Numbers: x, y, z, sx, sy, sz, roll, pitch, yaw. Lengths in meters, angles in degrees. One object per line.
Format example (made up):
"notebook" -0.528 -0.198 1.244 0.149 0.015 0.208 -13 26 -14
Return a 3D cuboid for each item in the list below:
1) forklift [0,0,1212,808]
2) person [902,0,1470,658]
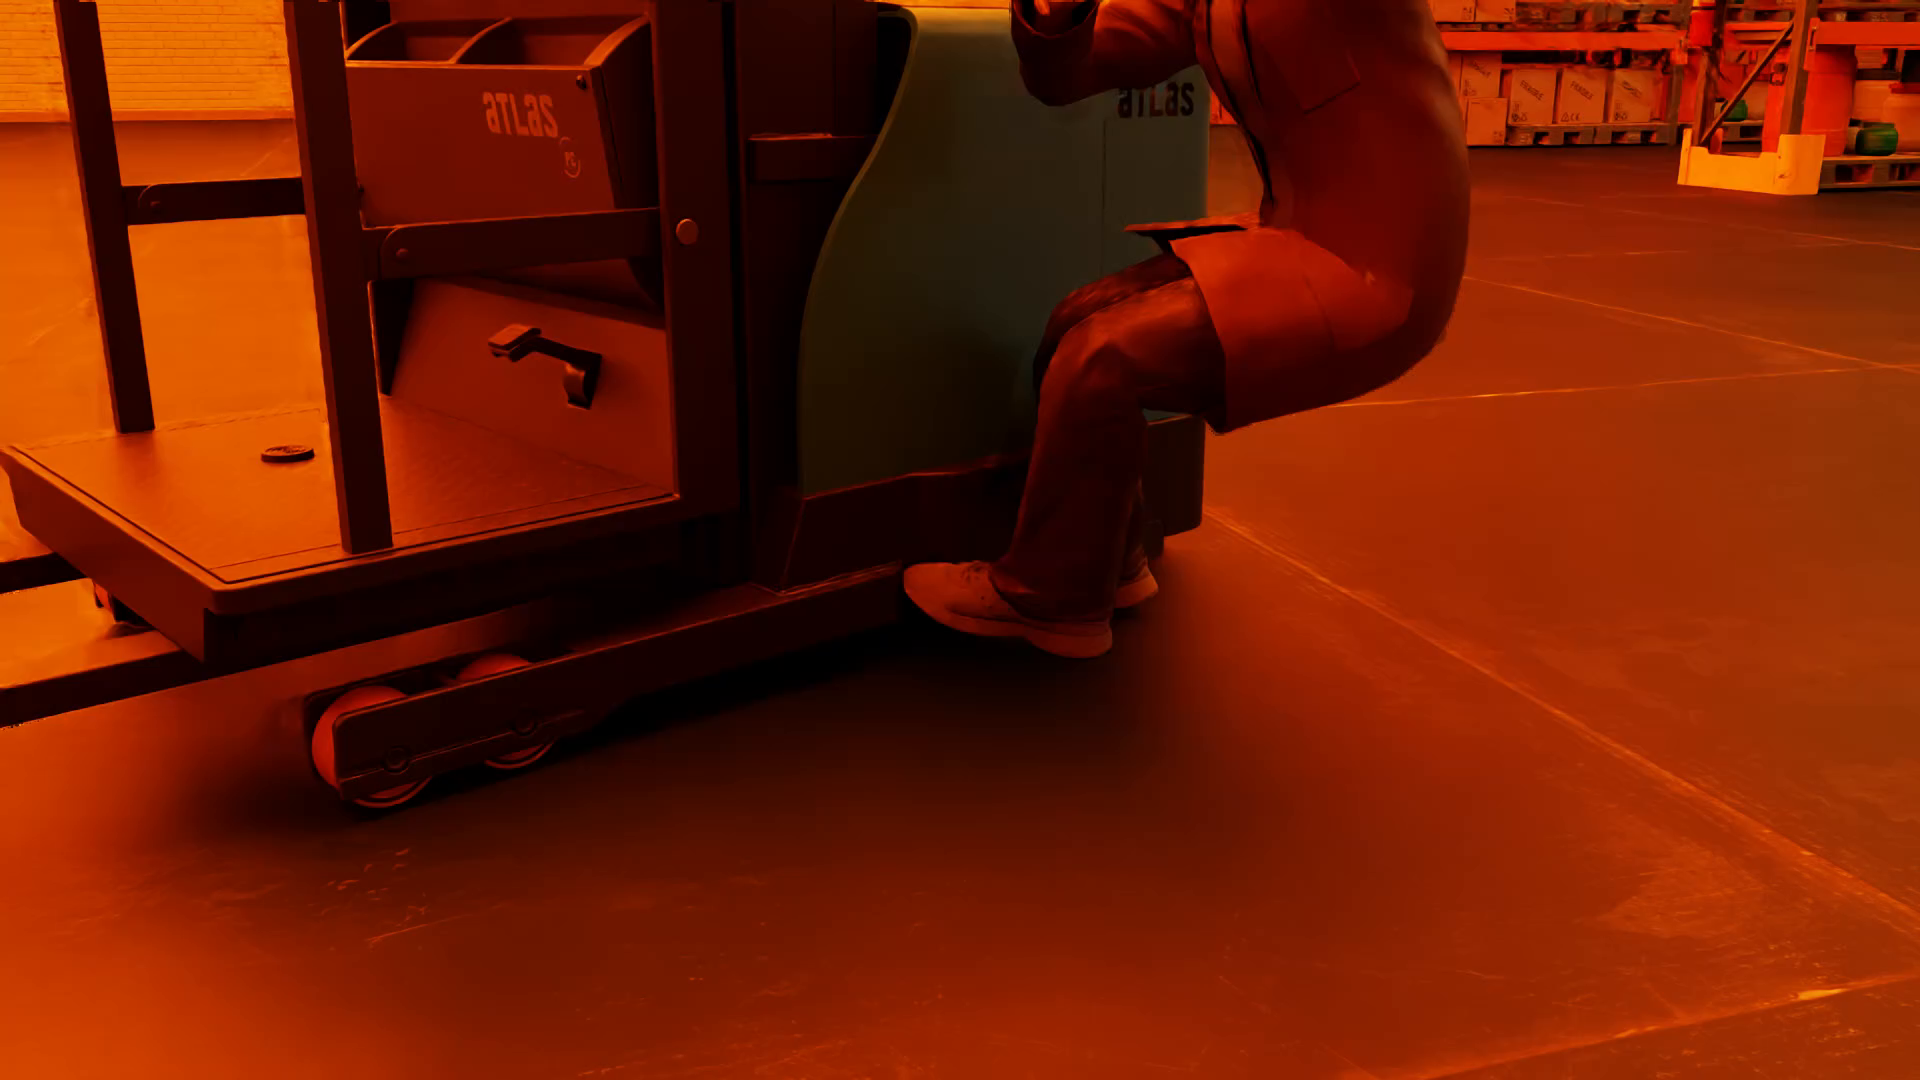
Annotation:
"forklift" -0.932 -1.201 2.451 3.031 2.935 1.130 -14 21 -40
"person" 0.397 -0.381 2.440 0.887 1.436 1.357 -3 17 -9
